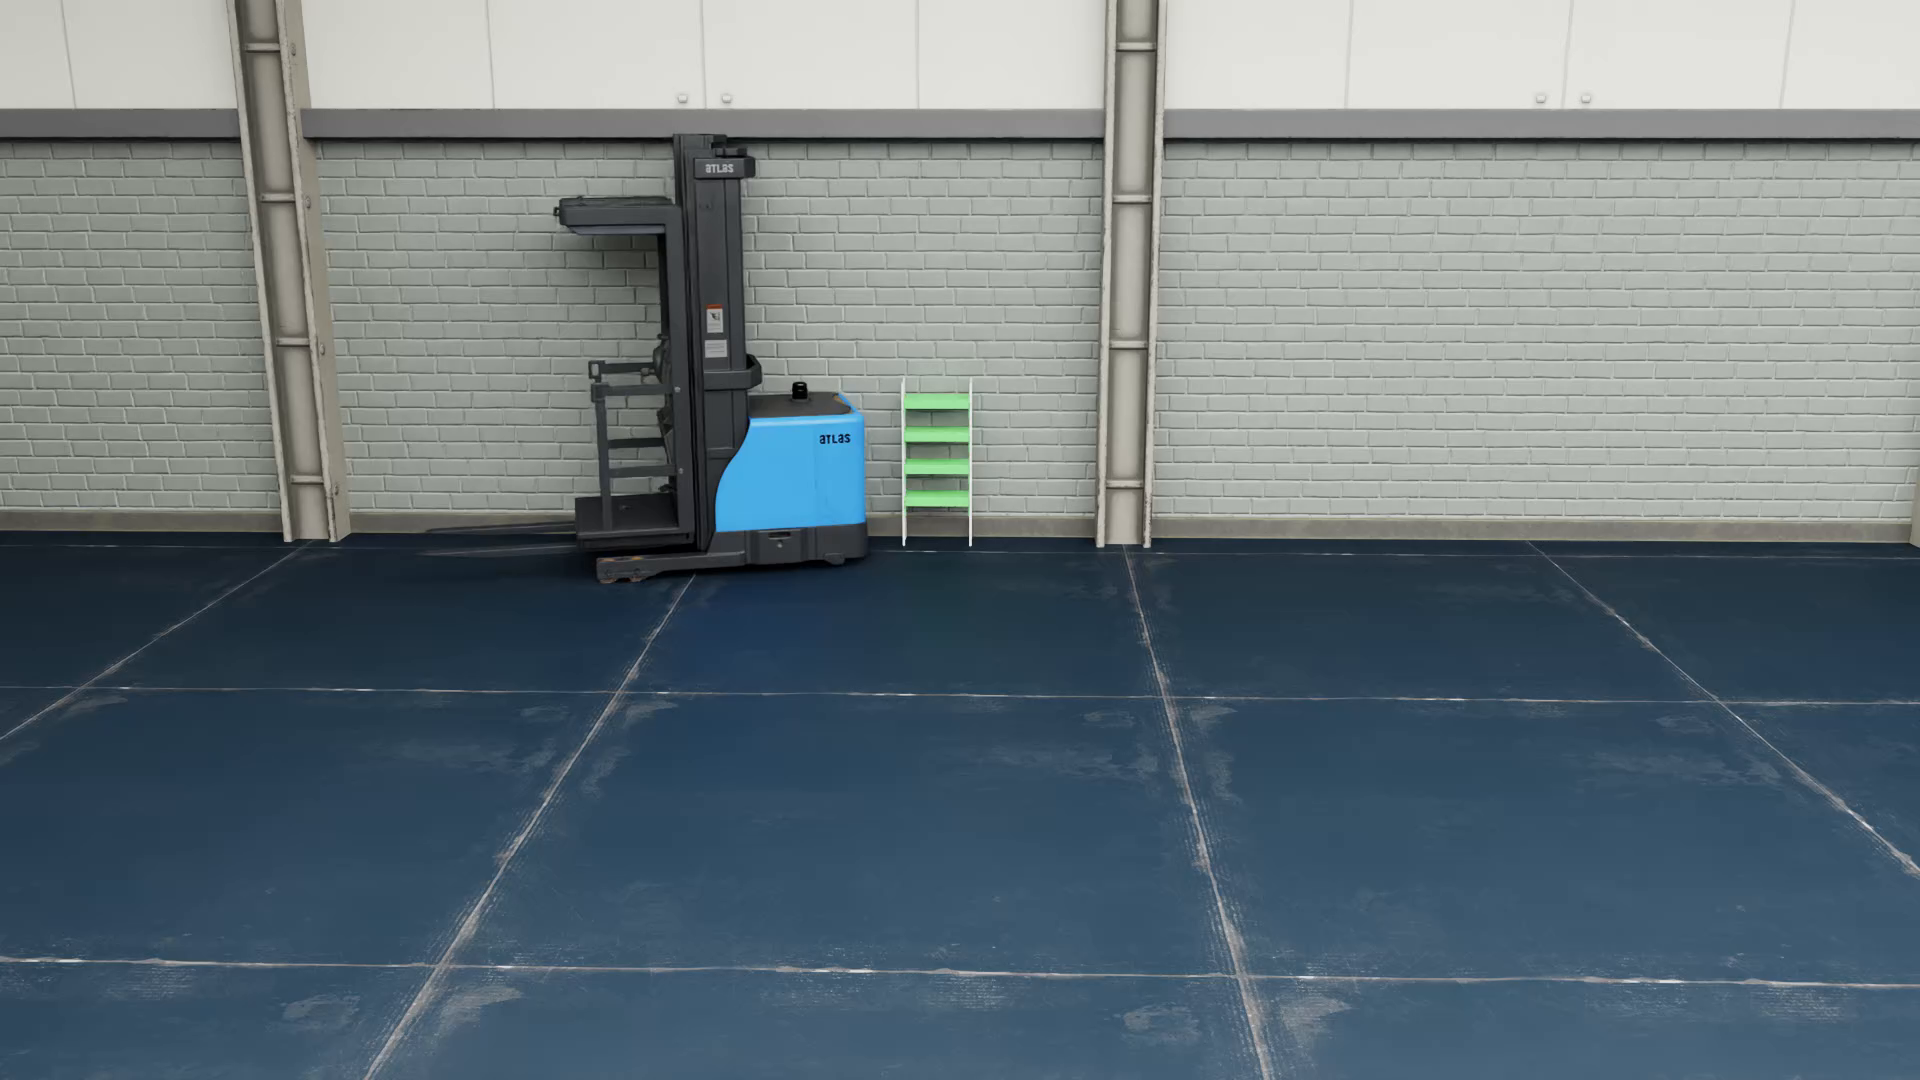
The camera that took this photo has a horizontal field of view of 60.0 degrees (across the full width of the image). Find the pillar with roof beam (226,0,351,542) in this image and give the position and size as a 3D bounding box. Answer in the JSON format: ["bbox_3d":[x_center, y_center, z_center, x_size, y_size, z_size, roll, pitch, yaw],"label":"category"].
[{"bbox_3d":[-4.909,-3.279,7.129,0.400,9.000,9.100,0,15,1],"label":"pillar with roof beam"}]

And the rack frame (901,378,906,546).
[{"bbox_3d":[-0.410,-0.570,12.147,0.015,1.200,0.240,0,15,1],"label":"rack frame"}]

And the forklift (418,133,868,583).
[{"bbox_3d":[-2.218,-1.273,11.420,3.031,2.935,1.130,-3,15,-13],"label":"forklift"}]

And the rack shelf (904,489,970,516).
[{"bbox_3d":[-0.166,-0.275,12.220,0.480,0.148,0.258,0,15,1],"label":"rack shelf"}]

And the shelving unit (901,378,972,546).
[{"bbox_3d":[-0.166,-0.569,12.144,0.503,1.200,0.258,0,15,1],"label":"shelving unit"}]

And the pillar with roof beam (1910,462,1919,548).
[{"bbox_3d":[7.087,-3.201,6.833,0.400,9.000,9.100,0,15,1],"label":"pillar with roof beam"}]

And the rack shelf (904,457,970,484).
[{"bbox_3d":[-0.166,-0.508,12.160,0.480,0.148,0.258,0,15,1],"label":"rack shelf"}]

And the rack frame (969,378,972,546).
[{"bbox_3d":[0.078,-0.568,12.140,0.015,1.200,0.240,0,15,1],"label":"rack frame"}]

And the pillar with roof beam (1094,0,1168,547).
[{"bbox_3d":[1.089,-3.240,6.981,0.400,9.000,9.100,0,15,1],"label":"pillar with roof beam"}]

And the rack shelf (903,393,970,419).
[{"bbox_3d":[-0.166,-0.972,12.039,0.480,0.148,0.258,0,15,1],"label":"rack shelf"}]

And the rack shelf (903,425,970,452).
[{"bbox_3d":[-0.166,-0.740,12.099,0.480,0.148,0.258,0,15,1],"label":"rack shelf"}]
